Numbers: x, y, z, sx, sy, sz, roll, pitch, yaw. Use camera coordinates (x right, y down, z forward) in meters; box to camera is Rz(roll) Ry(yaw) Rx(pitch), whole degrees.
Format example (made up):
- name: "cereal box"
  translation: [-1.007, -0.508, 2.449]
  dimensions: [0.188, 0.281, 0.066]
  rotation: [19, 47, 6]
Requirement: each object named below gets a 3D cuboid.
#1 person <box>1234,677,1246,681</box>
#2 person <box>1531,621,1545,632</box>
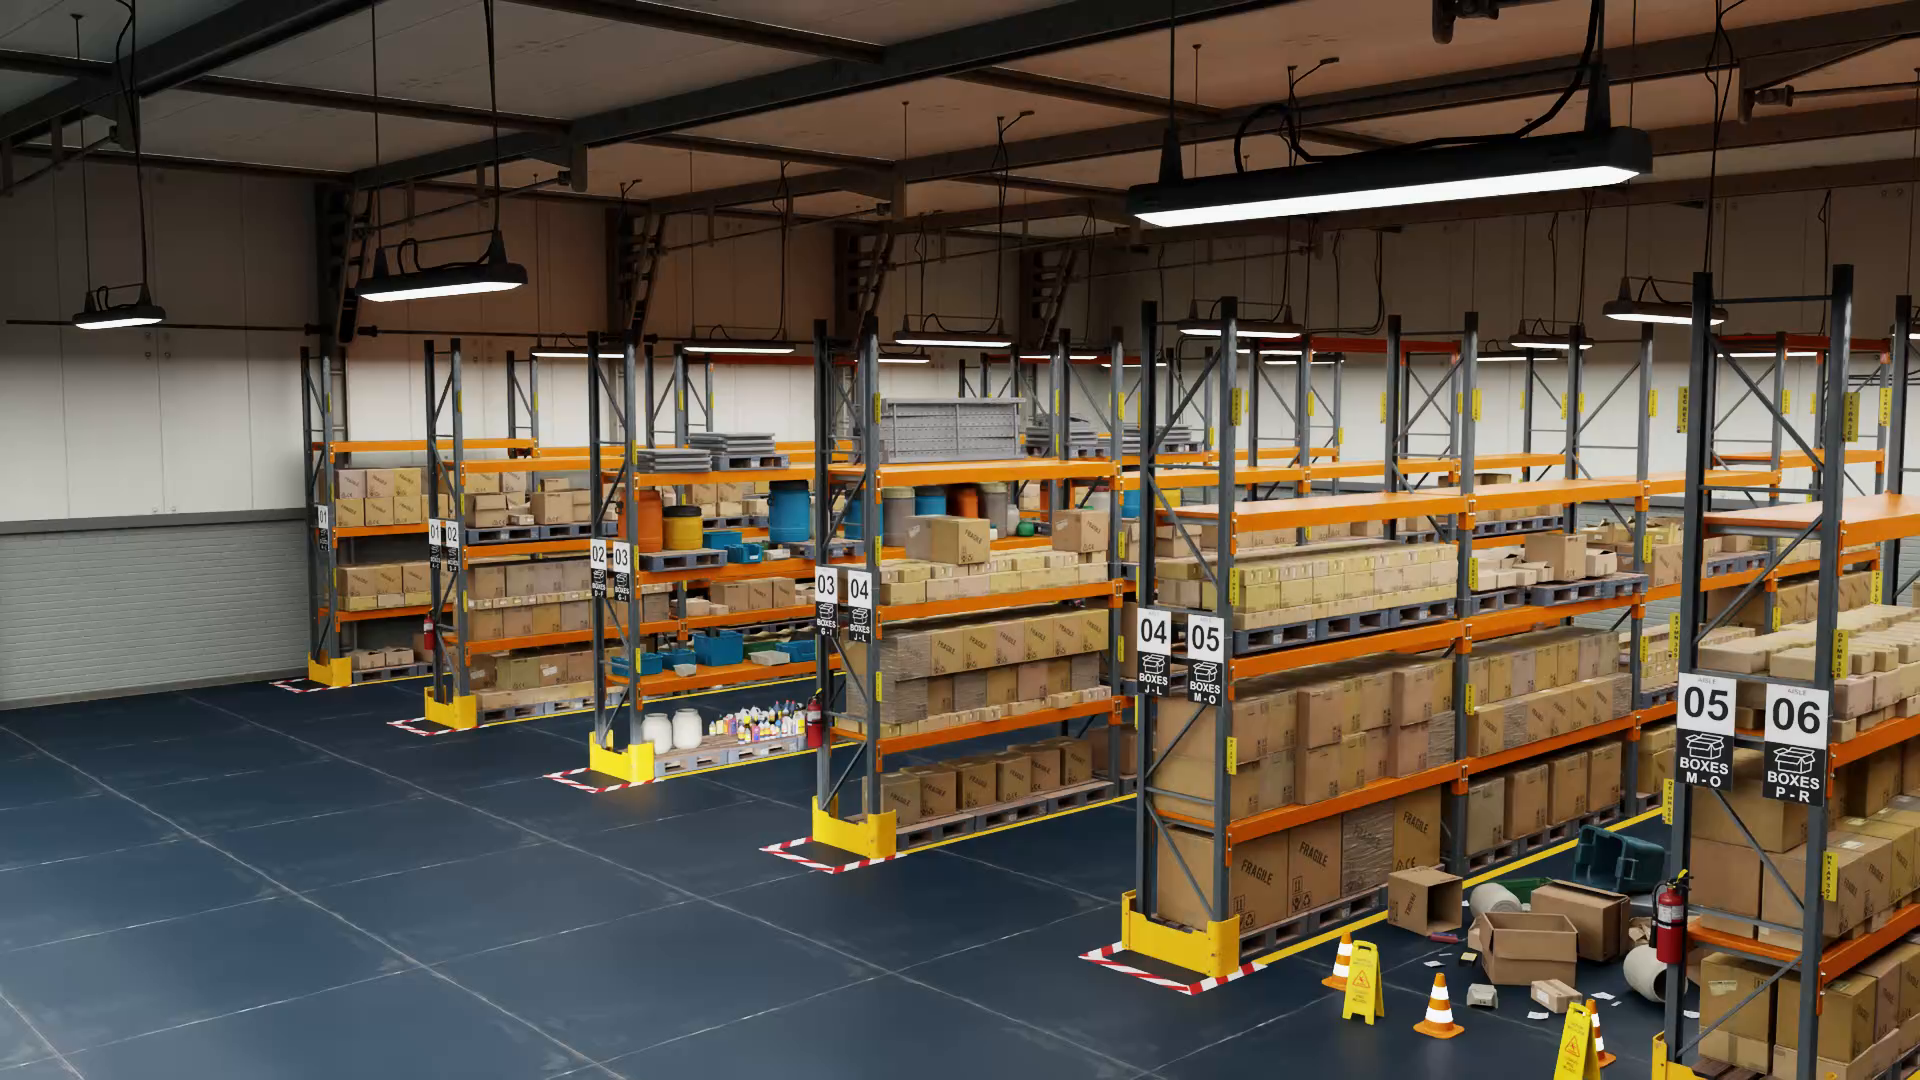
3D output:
- name: "person"
  translation: [3.394, 2.509, 20.707]
  dimensions: [0.384, 1.725, 0.487]
  rotation: [2, 5, 20]
- name: "person"
  translation: [8.786, 2.114, 25.348]
  dimensions: [0.544, 1.644, 0.404]
  rotation: [-3, 6, -31]
